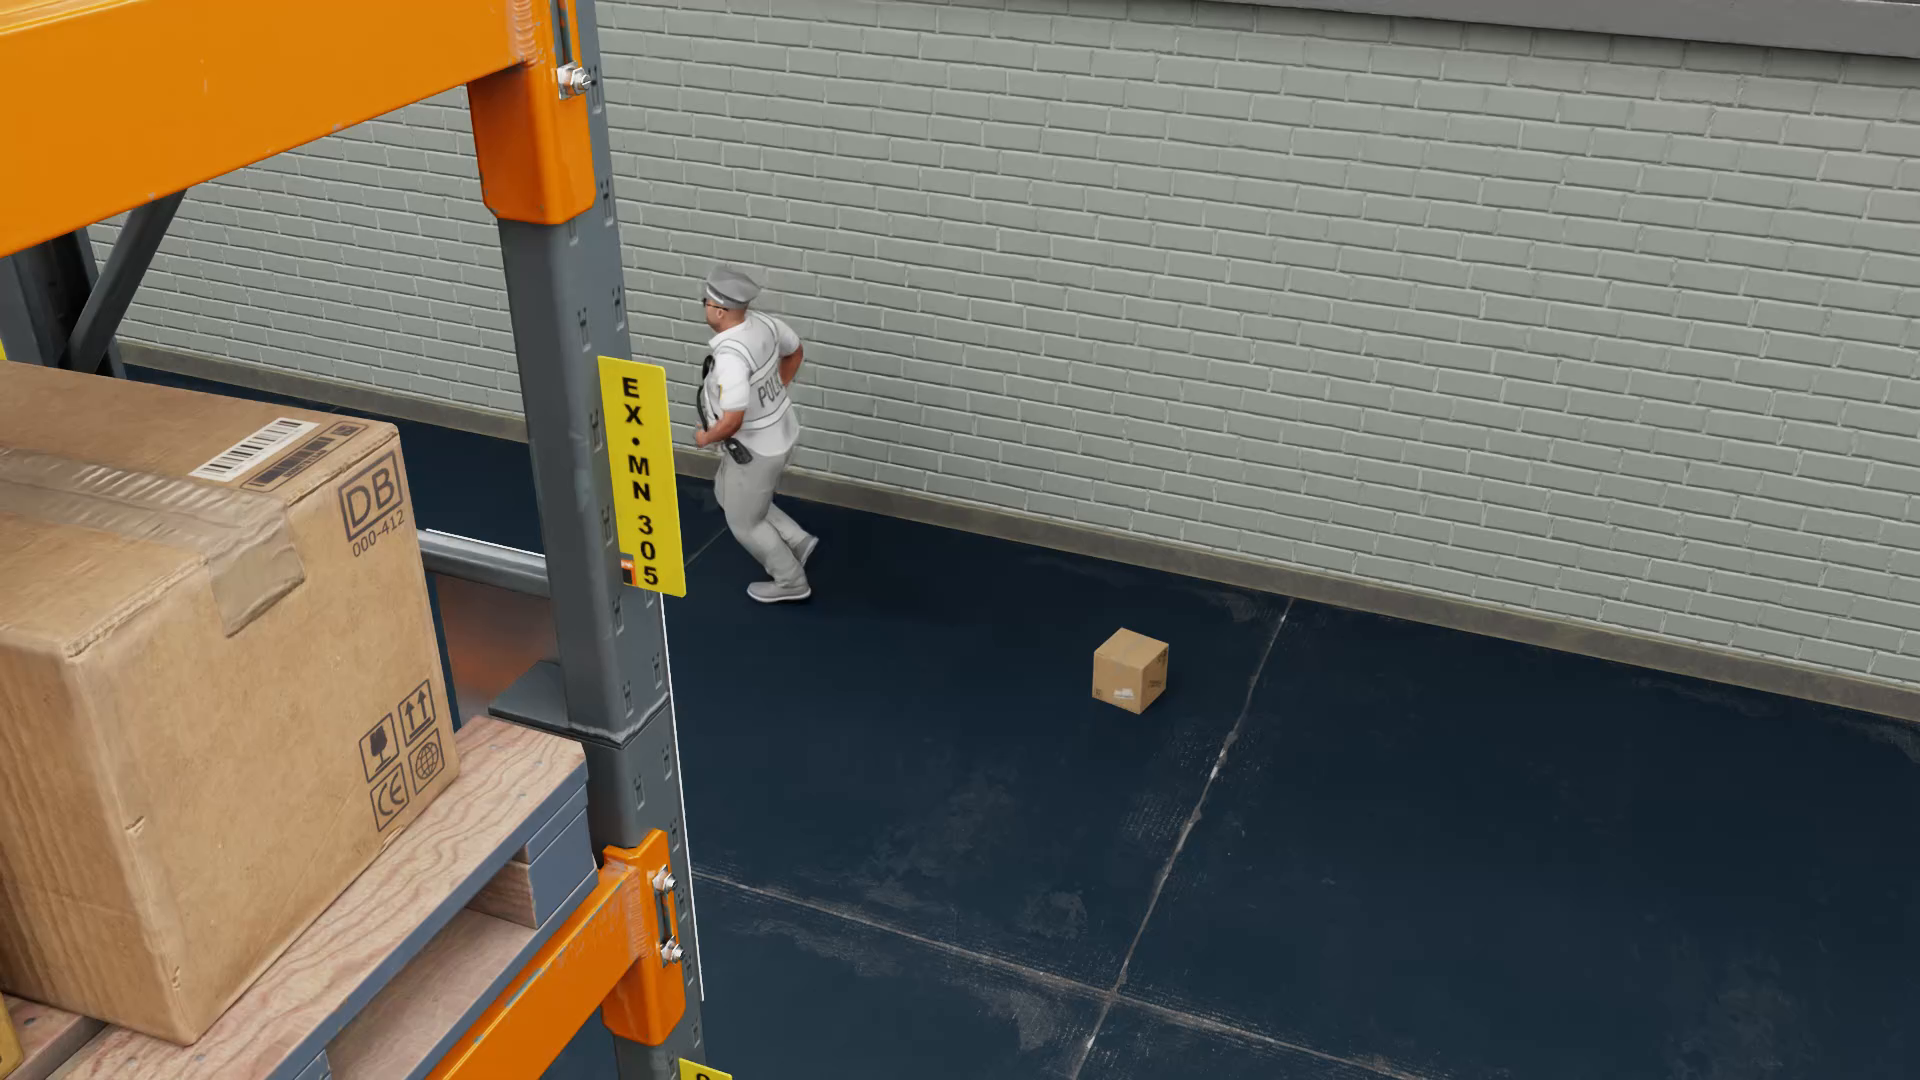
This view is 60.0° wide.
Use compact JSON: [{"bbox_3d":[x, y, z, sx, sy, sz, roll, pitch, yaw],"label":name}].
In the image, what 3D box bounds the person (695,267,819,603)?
[{"bbox_3d":[-0.990,-0.479,7.972,0.529,1.731,0.701,6,30,11],"label":"person"}]
